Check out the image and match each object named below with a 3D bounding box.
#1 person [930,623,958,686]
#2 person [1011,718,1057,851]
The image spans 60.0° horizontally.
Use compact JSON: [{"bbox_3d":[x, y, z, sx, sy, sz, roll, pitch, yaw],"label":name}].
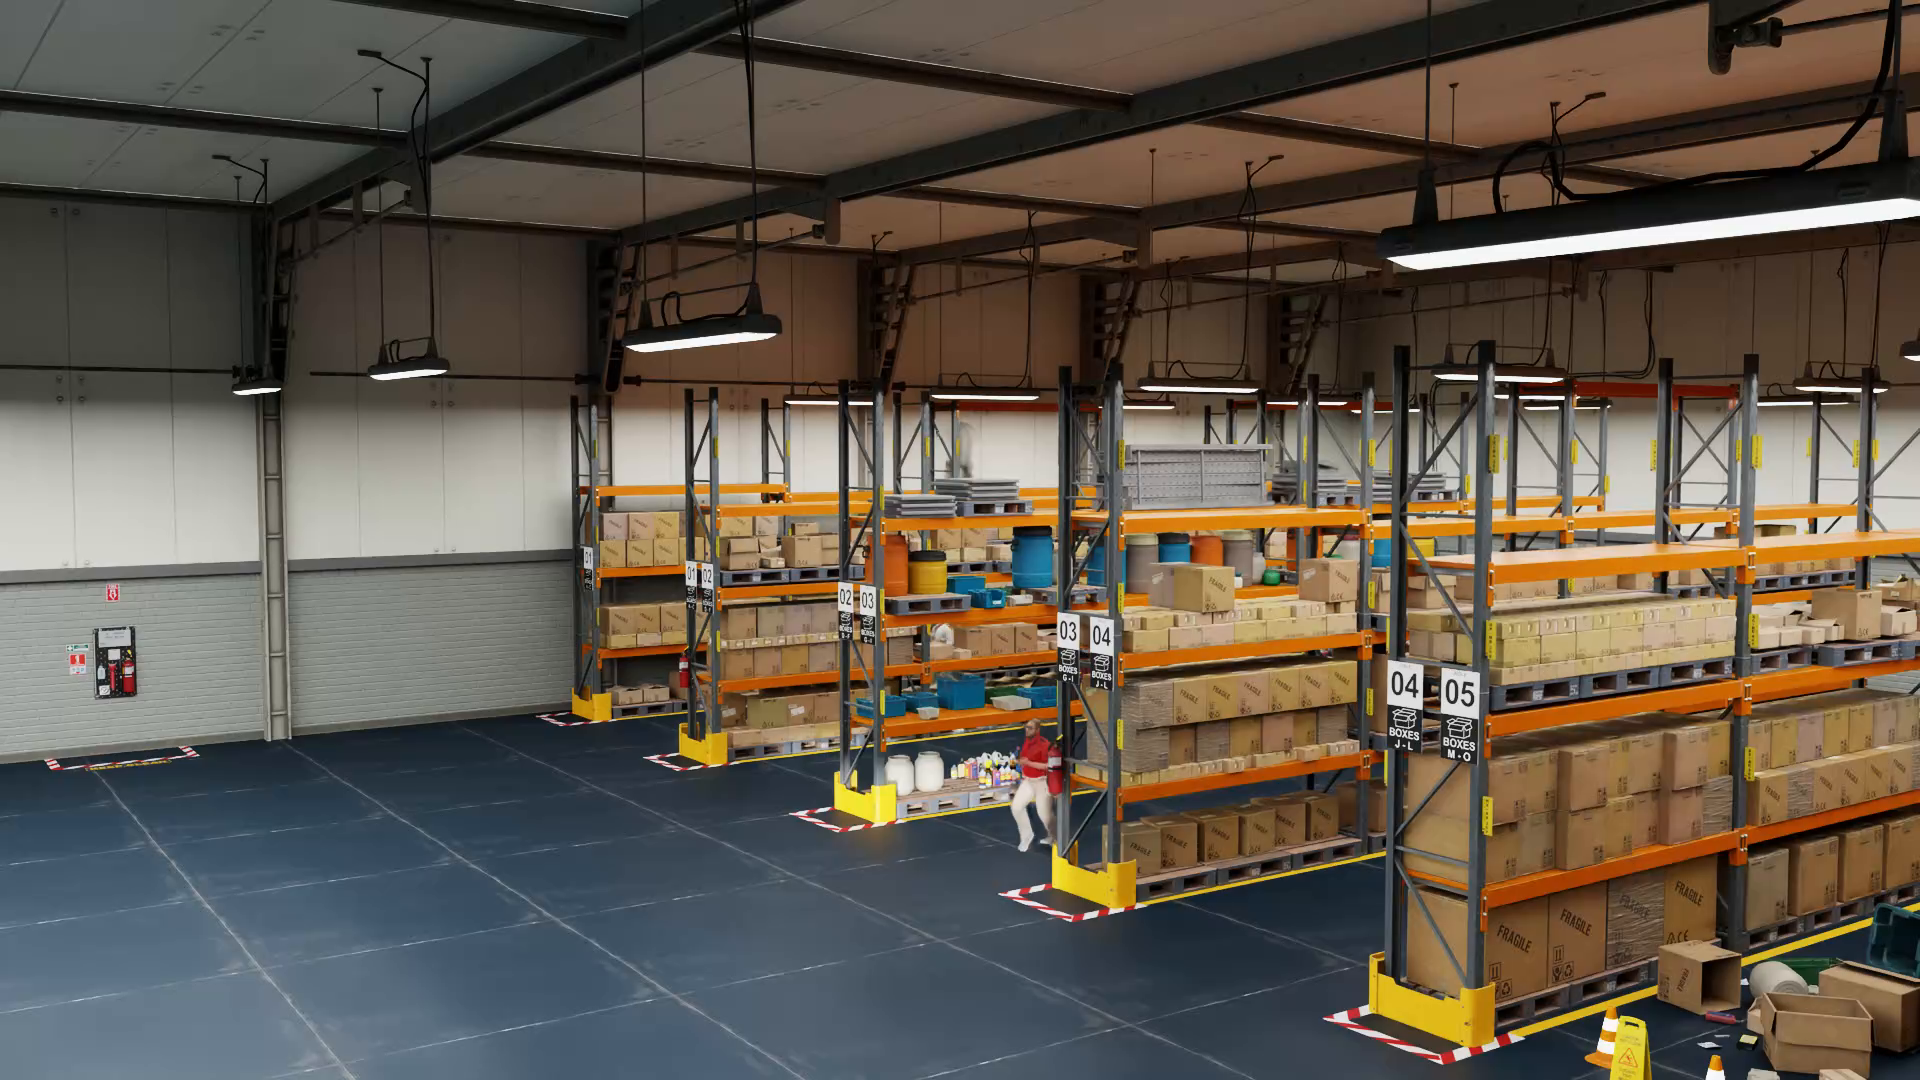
[{"bbox_3d":[-0.374,2.306,32.533,1.046,1.802,0.703,-3,5,-42],"label":"person"},{"bbox_3d":[0.999,3.099,20.849,0.827,1.777,0.642,-3,5,-42],"label":"person"}]
